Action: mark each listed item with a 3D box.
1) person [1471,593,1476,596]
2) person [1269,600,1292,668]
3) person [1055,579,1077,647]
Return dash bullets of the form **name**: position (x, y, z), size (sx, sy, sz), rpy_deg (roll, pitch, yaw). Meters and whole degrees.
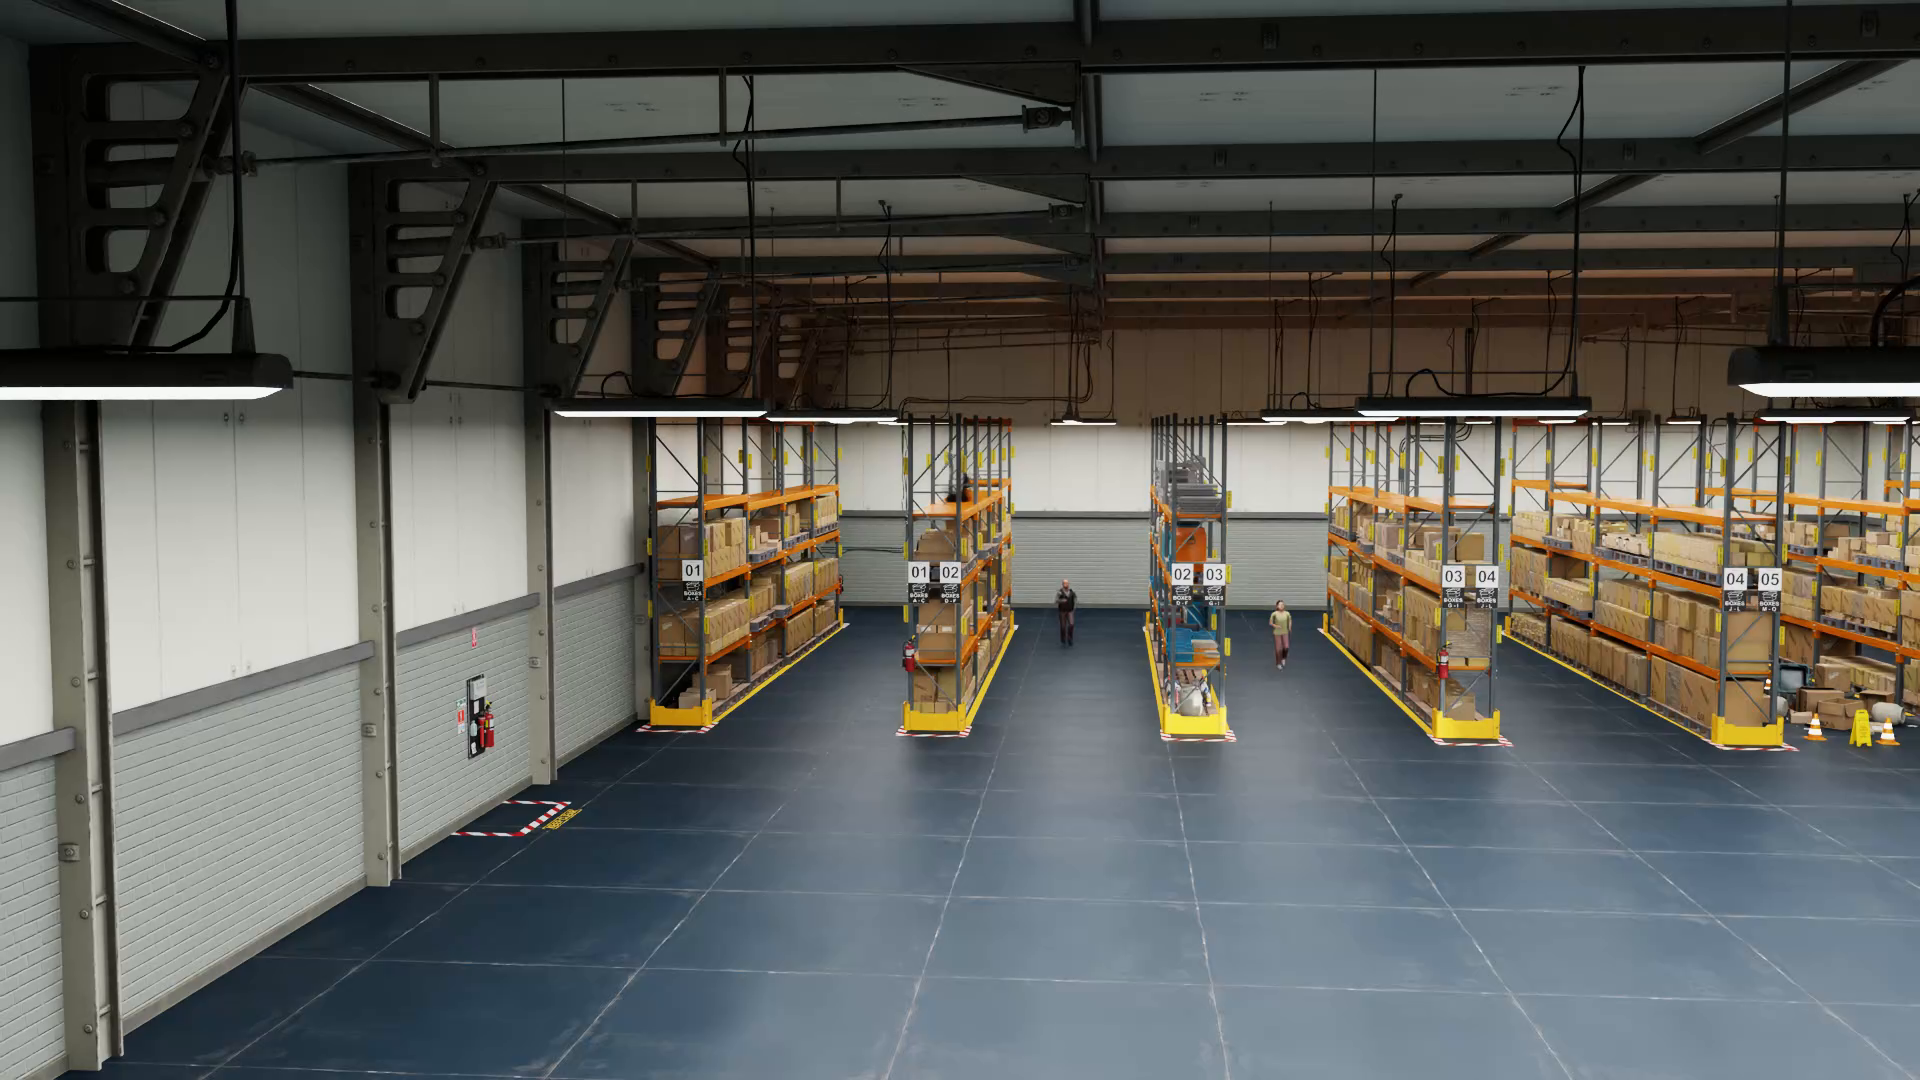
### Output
- **person**: position (13.811, 1.841, 44.402), size (0.678, 1.805, 0.749), rpy_deg (0, 4, 5)
- **person**: position (7.630, 2.246, 39.471), size (0.566, 1.633, 0.555), rpy_deg (0, 4, 0)
- **person**: position (2.804, 1.927, 43.766), size (0.637, 1.772, 0.709), rpy_deg (0, 4, -6)
